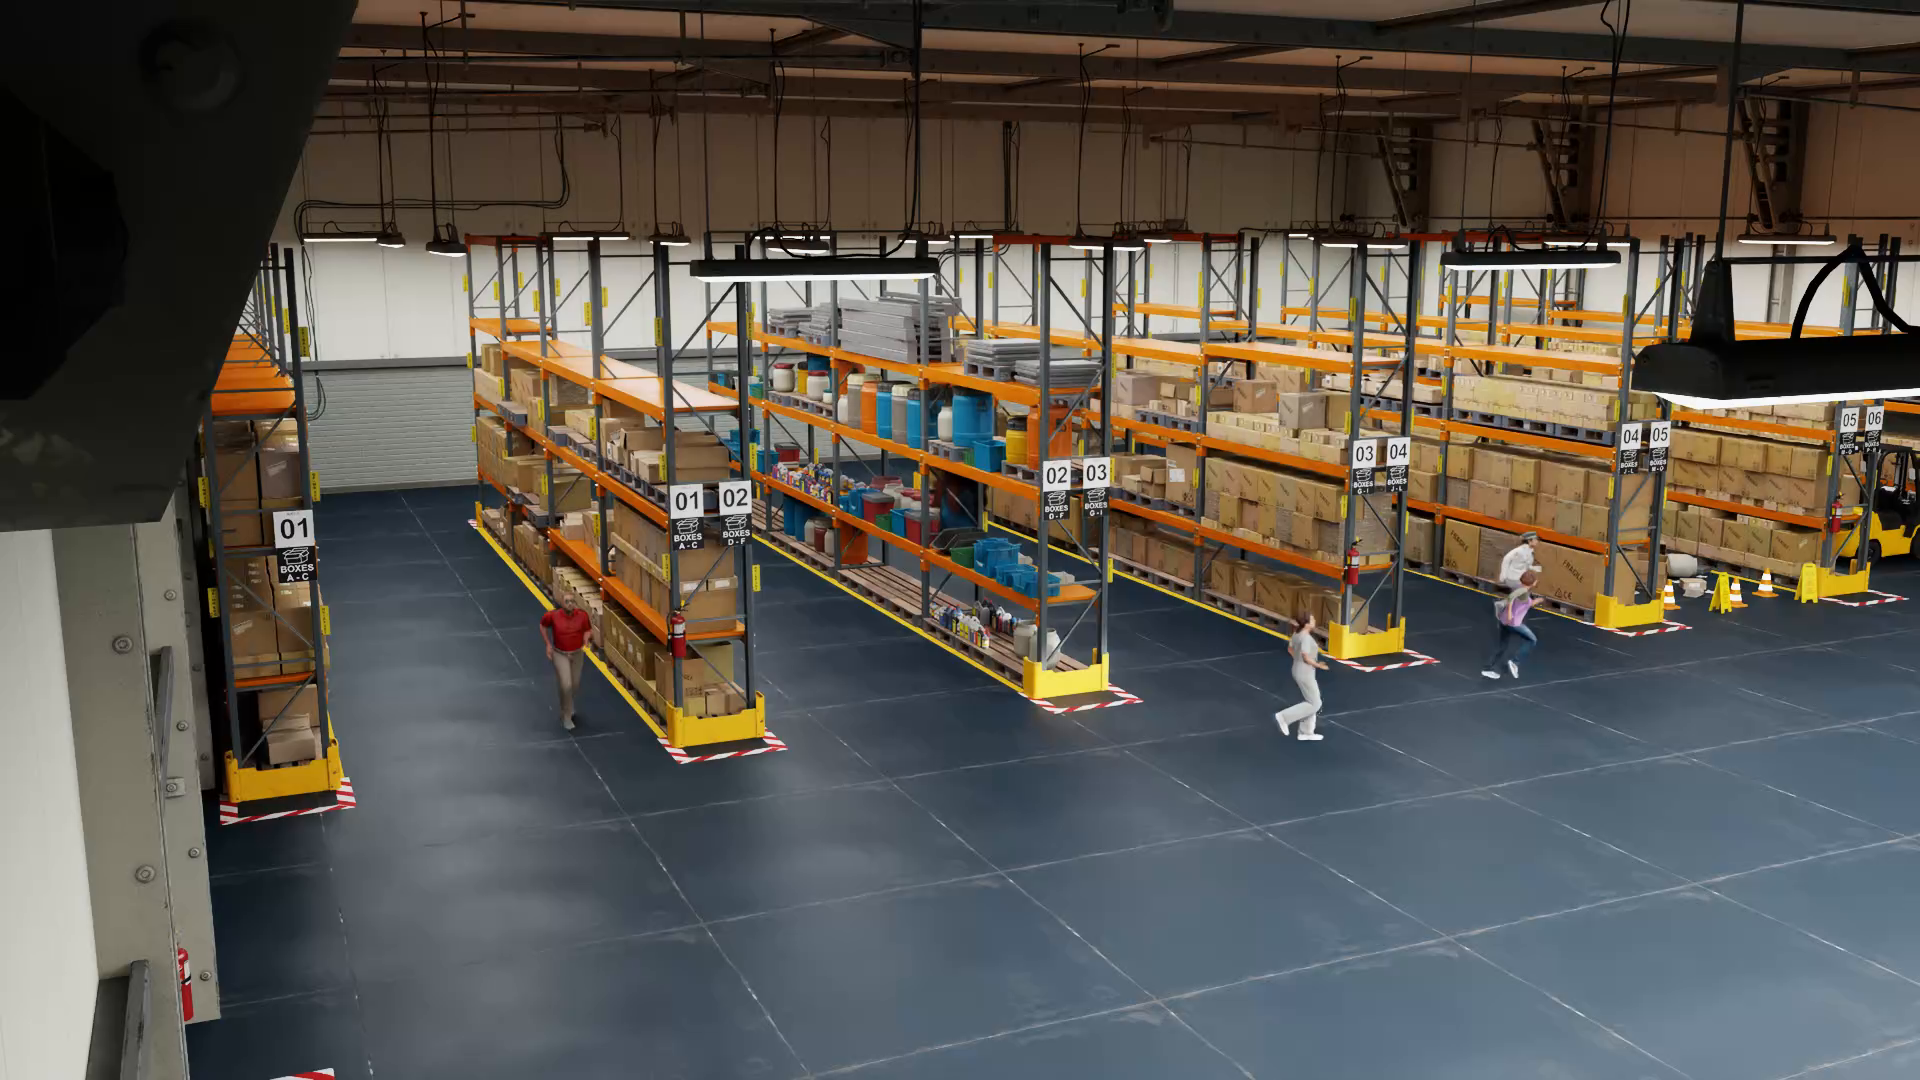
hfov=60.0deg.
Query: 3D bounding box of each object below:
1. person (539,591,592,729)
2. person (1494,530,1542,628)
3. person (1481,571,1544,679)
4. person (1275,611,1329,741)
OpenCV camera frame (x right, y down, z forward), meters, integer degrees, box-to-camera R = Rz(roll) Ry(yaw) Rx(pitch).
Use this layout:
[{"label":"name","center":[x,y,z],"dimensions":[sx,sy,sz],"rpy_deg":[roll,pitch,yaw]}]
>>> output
[{"label":"person","center":[-4.933,1.514,20.993],"dimensions":[0.591,1.786,0.858],"rpy_deg":[-7,13,-31]},{"label":"person","center":[8.648,0.628,25.728],"dimensions":[0.668,1.616,0.604],"rpy_deg":[5,12,26]},{"label":"person","center":[7.636,1.172,22.936],"dimensions":[0.829,1.523,0.526],"rpy_deg":[0,11,-2]},{"label":"person","center":[4.179,1.656,20.306],"dimensions":[0.581,1.626,0.557],"rpy_deg":[-1,11,-6]}]
